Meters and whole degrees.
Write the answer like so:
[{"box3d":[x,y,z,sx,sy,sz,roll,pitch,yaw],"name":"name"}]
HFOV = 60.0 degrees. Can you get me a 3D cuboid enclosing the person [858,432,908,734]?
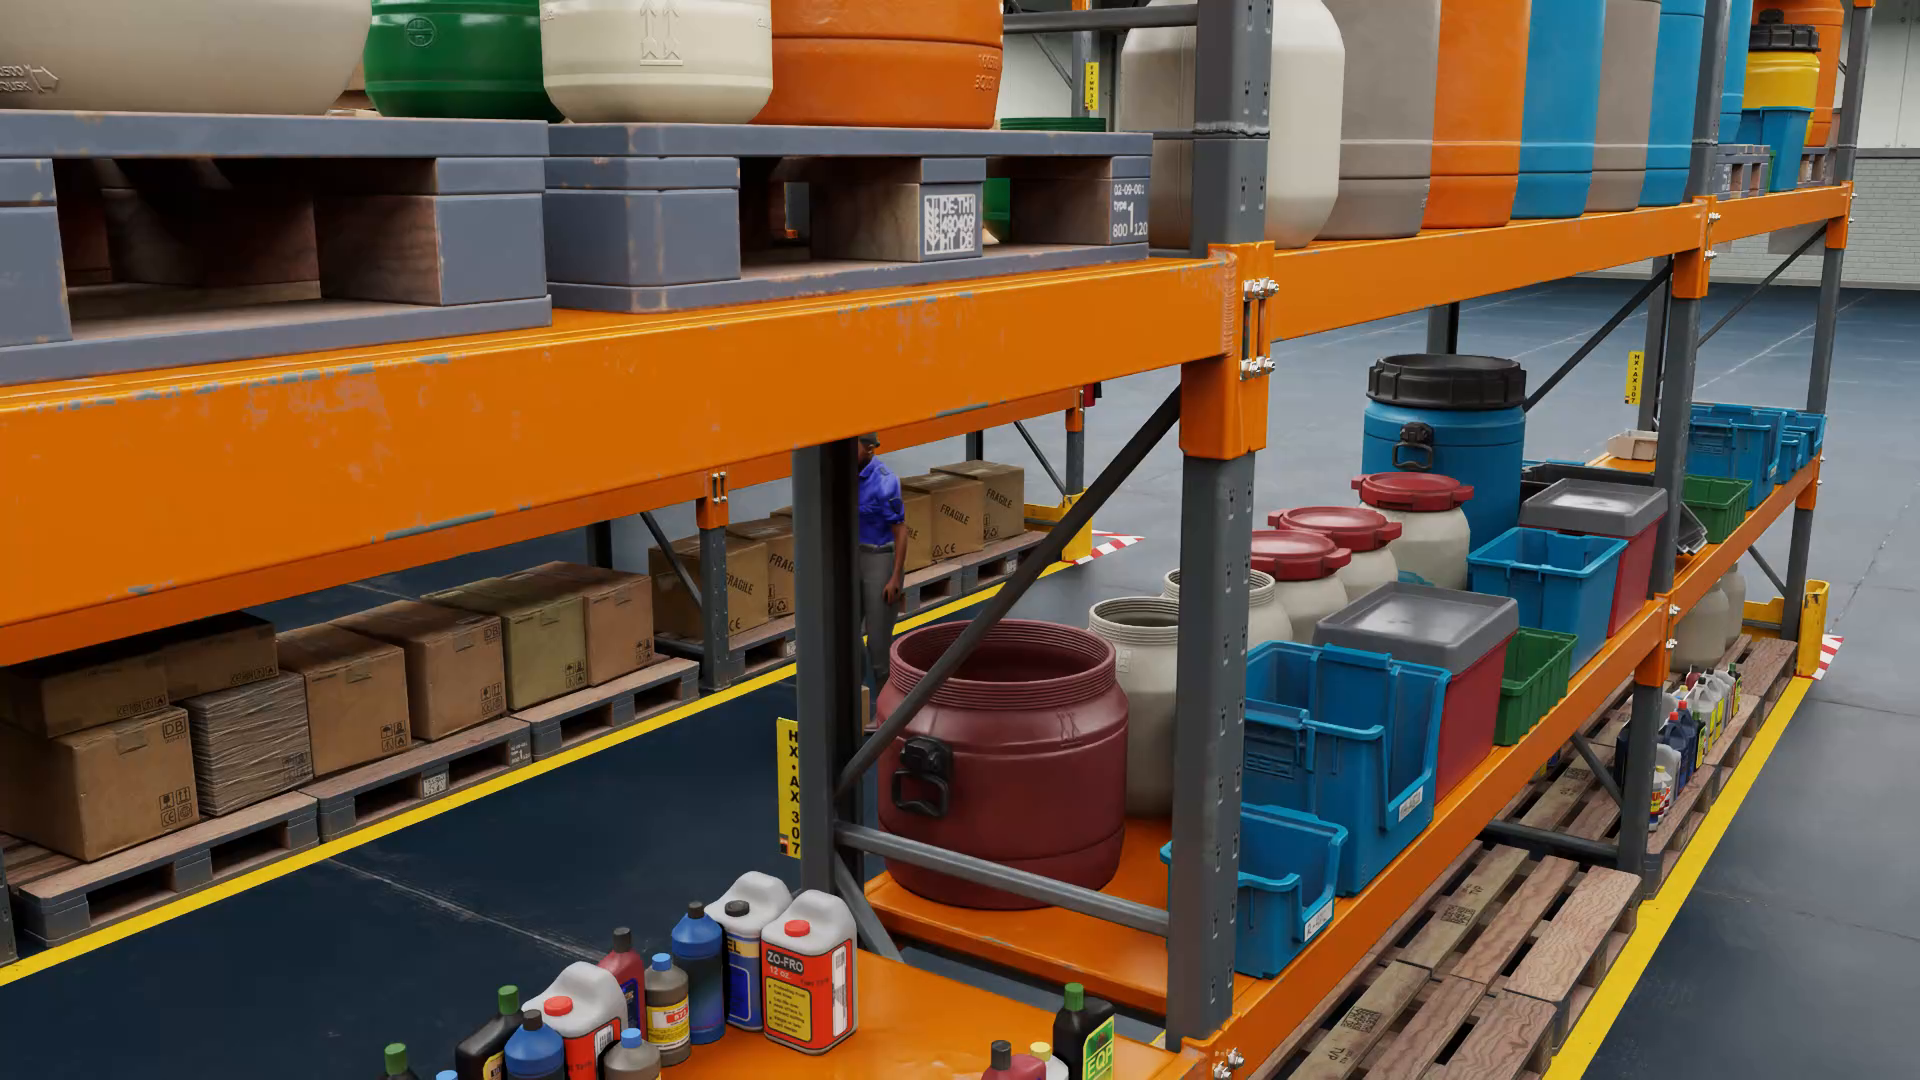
[{"box3d":[-0.495,0.172,8.753,0.518,1.654,0.353,12,18,41],"name":"person"}]
